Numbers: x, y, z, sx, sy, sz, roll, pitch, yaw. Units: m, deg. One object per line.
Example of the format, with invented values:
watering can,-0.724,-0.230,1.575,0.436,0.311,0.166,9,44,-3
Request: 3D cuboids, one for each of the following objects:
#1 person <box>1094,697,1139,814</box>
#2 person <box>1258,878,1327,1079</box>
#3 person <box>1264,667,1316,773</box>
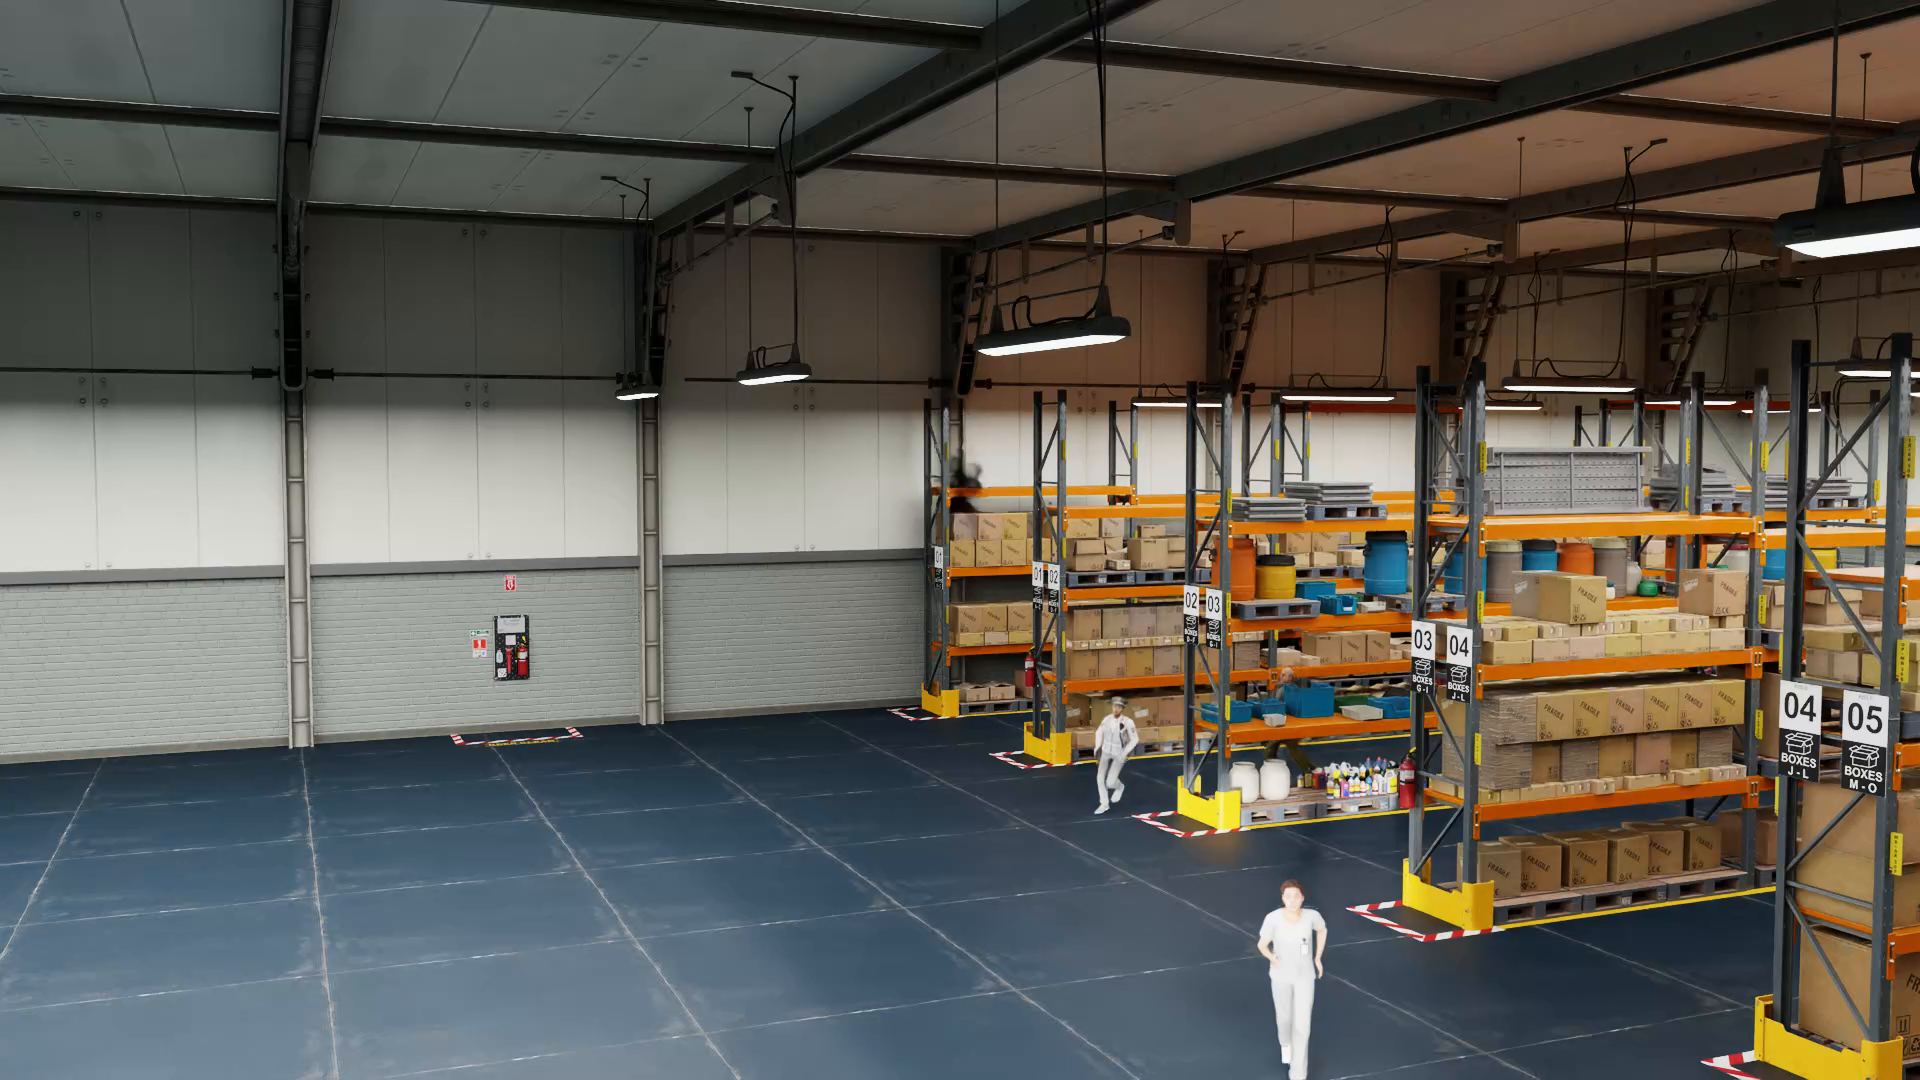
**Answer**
person,2.180,2.993,23.233,0.640,1.653,0.541,2,4,32
person,2.669,3.529,13.370,0.539,1.668,0.967,1,3,14
person,4.848,2.786,24.784,1.046,1.780,0.695,-2,4,-28
